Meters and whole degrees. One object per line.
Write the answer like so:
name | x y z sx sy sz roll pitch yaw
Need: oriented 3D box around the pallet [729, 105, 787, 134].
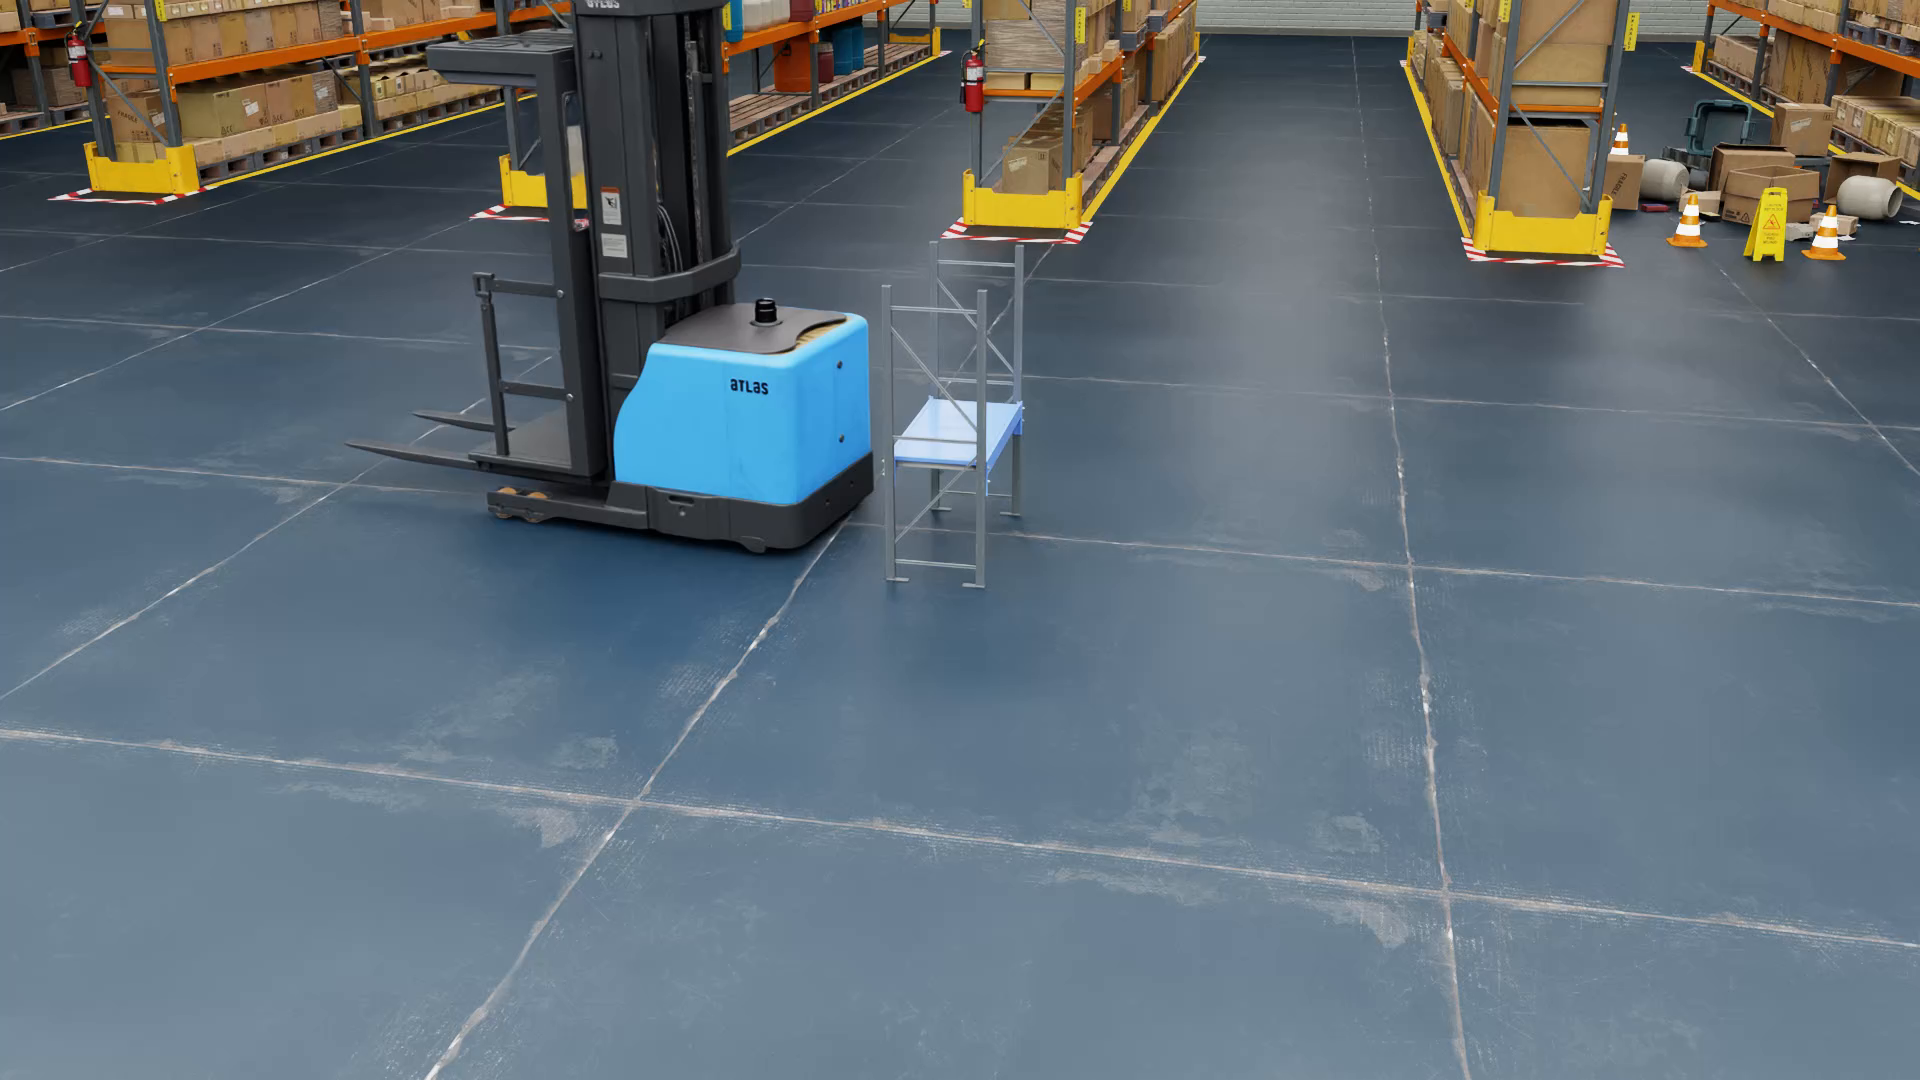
pallet | -3.051 -5.843 23.079 1.003 0.211 1.213 4 22 11

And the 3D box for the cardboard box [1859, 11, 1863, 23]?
cardboard box | 11.608 -6.601 21.003 0.380 0.149 0.250 3 22 8

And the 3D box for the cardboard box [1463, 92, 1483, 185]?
cardboard box | 5.887 -4.261 17.699 0.875 0.875 0.875 5 22 11

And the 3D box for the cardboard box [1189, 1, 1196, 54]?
cardboard box | 3.826 -9.379 30.408 0.875 0.875 0.875 4 22 11

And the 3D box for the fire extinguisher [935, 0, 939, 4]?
fire extinguisher | -0.495 -10.599 31.758 0.296 0.674 0.183 4 22 11

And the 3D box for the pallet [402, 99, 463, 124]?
pallet | -7.909 -6.204 23.975 1.003 0.211 1.213 4 22 11

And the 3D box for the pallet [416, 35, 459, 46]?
pallet | -10.756 -9.951 33.278 1.003 0.211 1.213 4 22 11

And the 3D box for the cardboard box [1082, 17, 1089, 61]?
cardboard box | 0.881 -5.313 17.499 0.875 0.500 0.500 4 22 11

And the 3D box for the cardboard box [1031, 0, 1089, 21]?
cardboard box | 0.992 -5.387 16.343 0.500 0.500 0.500 4 22 11

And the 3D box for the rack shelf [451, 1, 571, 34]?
rack shelf | -7.044 -8.638 27.250 1.077 0.370 4.000 4 22 11

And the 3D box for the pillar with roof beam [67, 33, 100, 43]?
pillar with roof beam | -9.200 -10.662 23.281 9.100 9.000 0.400 4 22 11

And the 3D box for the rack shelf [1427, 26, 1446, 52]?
rack shelf | 7.488 -7.467 24.341 1.077 0.370 4.000 4 22 11

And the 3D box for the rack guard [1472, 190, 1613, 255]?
rack guard | 5.443 -2.975 15.571 1.175 0.500 0.348 4 22 11

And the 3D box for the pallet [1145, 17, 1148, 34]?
pallet | 1.882 -6.668 21.651 1.003 0.211 1.213 4 22 11

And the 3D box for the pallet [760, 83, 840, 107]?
pallet | -2.483 -6.860 25.603 1.003 0.211 1.213 4 22 11

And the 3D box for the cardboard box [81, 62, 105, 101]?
cardboard box | -12.928 -6.662 24.136 0.700 0.500 0.500 4 22 10

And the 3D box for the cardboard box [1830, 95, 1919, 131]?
cardboard box | 11.822 -5.498 21.446 0.950 0.372 0.625 3 22 7

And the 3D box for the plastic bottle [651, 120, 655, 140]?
plastic bottle | -3.849 -5.099 20.457 0.144 0.351 0.185 4 22 11

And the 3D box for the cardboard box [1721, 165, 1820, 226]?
cardboard box | 8.194 -3.480 16.821 0.797 0.503 0.637 -11 25 -26

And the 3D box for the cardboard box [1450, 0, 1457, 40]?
cardboard box | 6.520 -6.601 21.095 0.500 0.500 0.500 4 22 11

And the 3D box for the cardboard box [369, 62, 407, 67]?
cardboard box | -8.156 -6.684 23.801 0.500 0.311 0.500 4 22 10

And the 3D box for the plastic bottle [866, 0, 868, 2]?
plastic bottle | -1.554 -9.013 27.375 0.061 0.283 0.133 4 22 11

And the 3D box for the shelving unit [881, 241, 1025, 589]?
shelving unit | -0.017 -0.664 8.496 0.538 1.500 1.048 4 22 11

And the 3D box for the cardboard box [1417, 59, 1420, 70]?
cardboard box | 7.854 -7.952 27.837 0.380 0.149 0.250 4 22 11

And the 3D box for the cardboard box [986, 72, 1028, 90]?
cardboard box | 0.469 -4.562 16.501 0.380 0.149 0.250 4 22 11

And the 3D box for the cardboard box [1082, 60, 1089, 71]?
cardboard box | 1.153 -4.985 17.553 0.380 0.149 0.250 4 22 11

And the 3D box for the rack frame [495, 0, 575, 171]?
rack frame | -4.236 -4.936 17.094 1.000 3.000 0.127 4 22 11

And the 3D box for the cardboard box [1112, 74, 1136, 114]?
cardboard box | 2.028 -6.078 22.687 0.700 0.500 0.500 3 22 6

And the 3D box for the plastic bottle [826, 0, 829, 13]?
plastic bottle | -2.032 -8.156 25.245 0.061 0.283 0.133 4 22 11

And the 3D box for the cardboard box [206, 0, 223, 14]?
cardboard box | -8.636 -6.069 18.906 0.380 0.149 0.250 4 22 10

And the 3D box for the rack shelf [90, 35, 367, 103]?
rack shelf | -8.676 -5.712 19.985 1.077 0.370 4.000 4 22 11

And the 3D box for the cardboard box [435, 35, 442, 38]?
cardboard box | -10.714 -10.314 33.232 0.700 0.500 0.500 4 22 11

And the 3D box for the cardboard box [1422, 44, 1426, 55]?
cardboard box | 7.771 -8.018 27.205 0.380 0.149 0.250 4 22 10

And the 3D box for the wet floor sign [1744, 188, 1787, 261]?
wet floor sign | 7.380 -2.889 15.164 0.267 0.644 0.232 1 22 2

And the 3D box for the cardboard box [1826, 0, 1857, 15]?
cardboard box | 11.797 -7.087 21.968 0.500 0.250 0.500 4 22 11

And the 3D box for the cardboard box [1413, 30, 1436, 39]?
cardboard box | 8.273 -8.977 29.586 0.380 0.149 0.250 3 22 8

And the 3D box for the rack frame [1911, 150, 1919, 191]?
rack frame | 11.131 -5.266 17.913 1.000 3.000 0.127 4 22 11

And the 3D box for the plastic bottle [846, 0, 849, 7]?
plastic bottle | -1.806 -8.561 26.252 0.061 0.283 0.133 4 22 11

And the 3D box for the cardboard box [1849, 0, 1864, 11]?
cardboard box | 11.628 -6.961 21.028 0.500 0.500 0.500 4 22 9

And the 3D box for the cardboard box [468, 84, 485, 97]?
cardboard box | -7.422 -6.760 24.742 0.500 0.250 0.500 4 22 10

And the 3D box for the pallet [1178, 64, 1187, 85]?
pallet | 3.293 -7.925 28.250 1.003 0.211 1.213 4 22 11

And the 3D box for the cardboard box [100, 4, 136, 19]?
cardboard box | -9.193 -5.816 18.278 0.380 0.149 0.250 4 22 10

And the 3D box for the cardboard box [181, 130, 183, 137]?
cardboard box | -9.174 -4.636 19.469 0.500 0.250 0.500 4 22 11

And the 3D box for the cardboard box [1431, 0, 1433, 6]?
cardboard box | 6.890 -7.638 23.578 0.380 0.149 0.250 4 22 10

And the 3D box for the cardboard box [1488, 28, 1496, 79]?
cardboard box | 5.875 -4.947 16.921 0.875 0.550 0.500 4 22 11

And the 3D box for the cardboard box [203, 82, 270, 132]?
cardboard box | -8.567 -5.128 19.685 0.500 0.500 0.500 4 22 11

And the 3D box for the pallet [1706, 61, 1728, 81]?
pallet | 13.493 -8.062 28.590 1.003 0.211 1.213 4 22 11

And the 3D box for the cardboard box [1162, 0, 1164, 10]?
cardboard box | 2.714 -7.876 24.261 0.500 0.500 0.500 4 22 9

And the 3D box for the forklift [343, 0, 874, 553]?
forklift | -2.054 -1.624 8.963 3.031 2.935 1.130 8 23 20

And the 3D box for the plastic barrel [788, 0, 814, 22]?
plastic barrel | -2.401 -7.732 23.854 0.600 0.536 0.708 4 22 11

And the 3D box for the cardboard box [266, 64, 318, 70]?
cardboard box | -8.669 -5.899 21.600 0.500 0.500 0.500 4 22 11

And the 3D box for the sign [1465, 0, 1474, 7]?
sign | 5.731 -6.144 18.650 0.100 0.325 0.005 4 22 11

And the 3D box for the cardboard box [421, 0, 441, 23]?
cardboard box | -7.778 -7.672 23.754 0.500 0.500 0.500 3 22 8

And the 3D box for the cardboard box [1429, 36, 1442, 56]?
cardboard box | 7.381 -7.470 25.166 0.500 0.250 0.500 5 22 12

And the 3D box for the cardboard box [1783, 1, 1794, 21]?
cardboard box | 12.191 -7.605 23.923 0.500 0.250 0.500 4 22 10

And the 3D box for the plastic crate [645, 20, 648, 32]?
plastic crate | -3.651 -6.188 20.286 0.767 0.338 0.504 4 22 11
